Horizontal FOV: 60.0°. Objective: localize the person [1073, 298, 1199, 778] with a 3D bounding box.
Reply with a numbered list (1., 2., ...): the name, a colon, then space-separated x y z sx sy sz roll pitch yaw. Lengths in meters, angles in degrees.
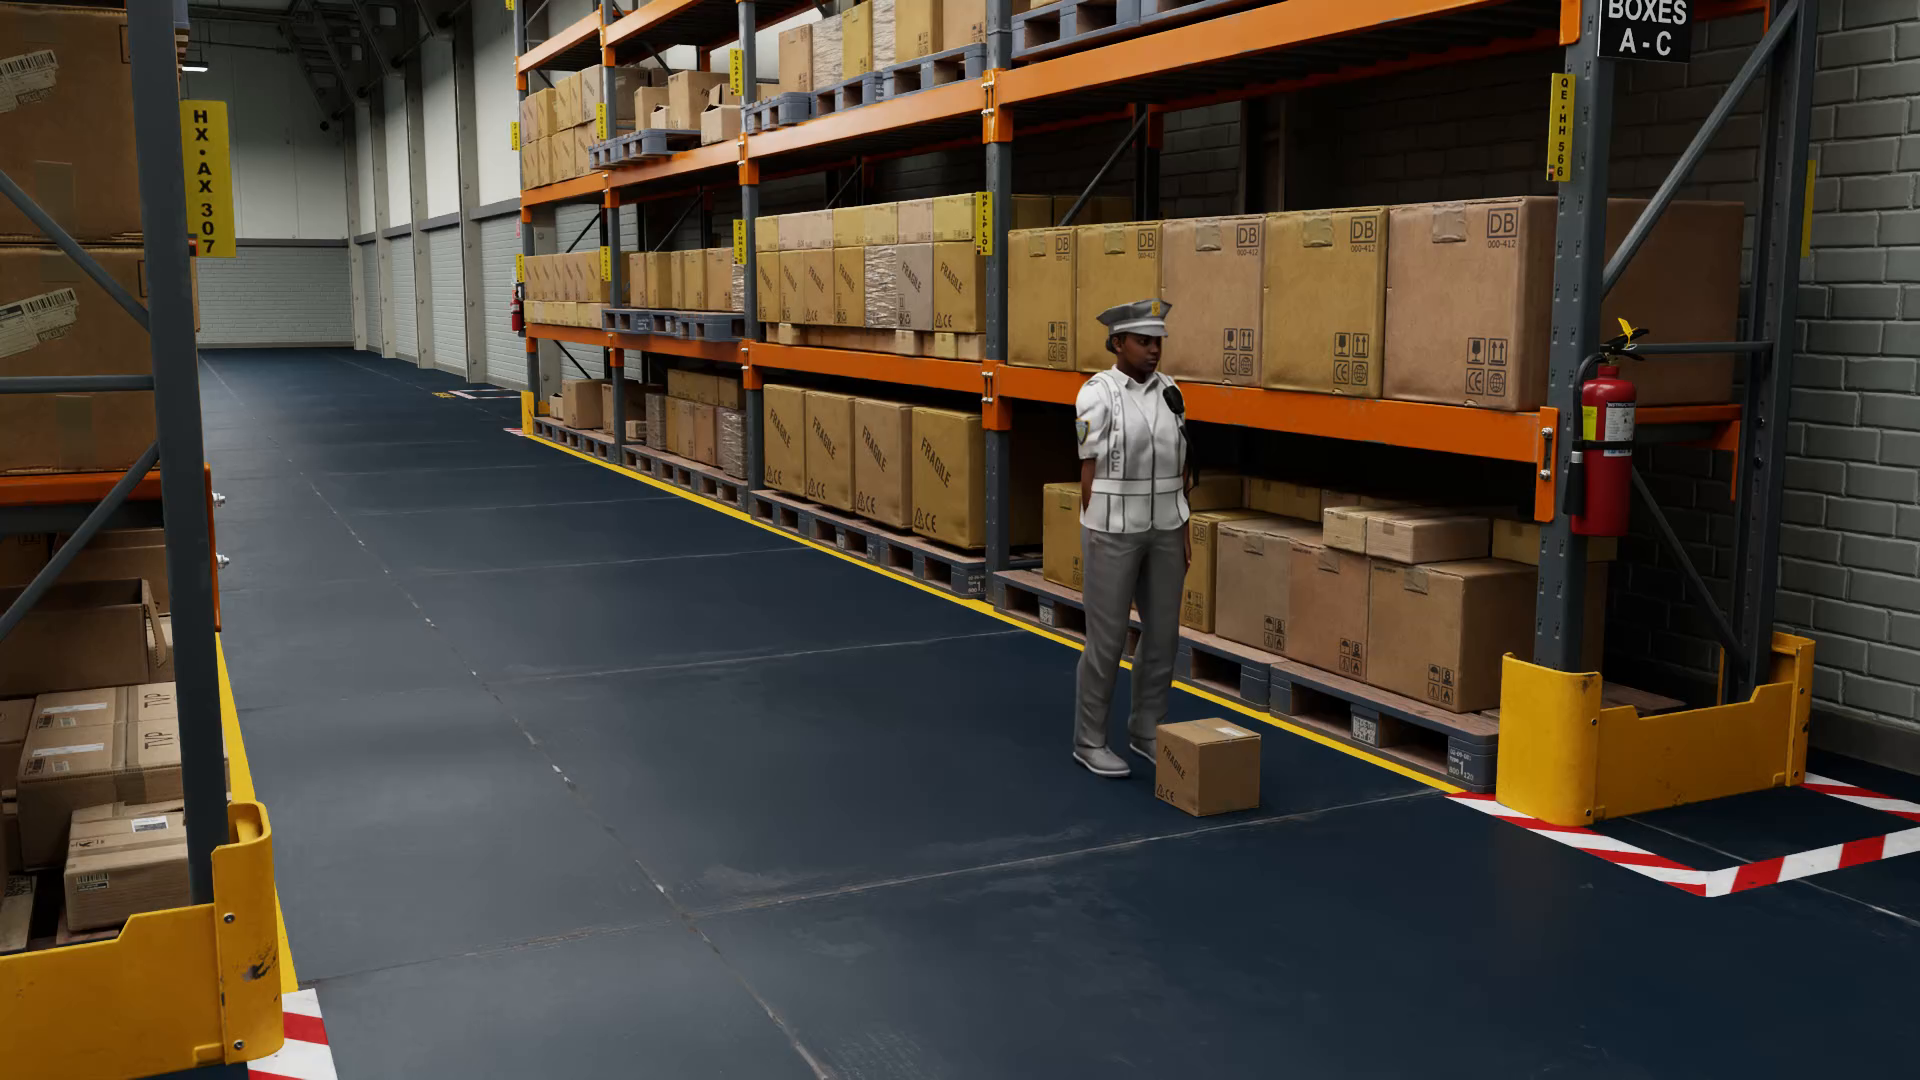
1. person: 0.628 -0.009 5.890 0.443 1.681 0.340 -4 9 -25
